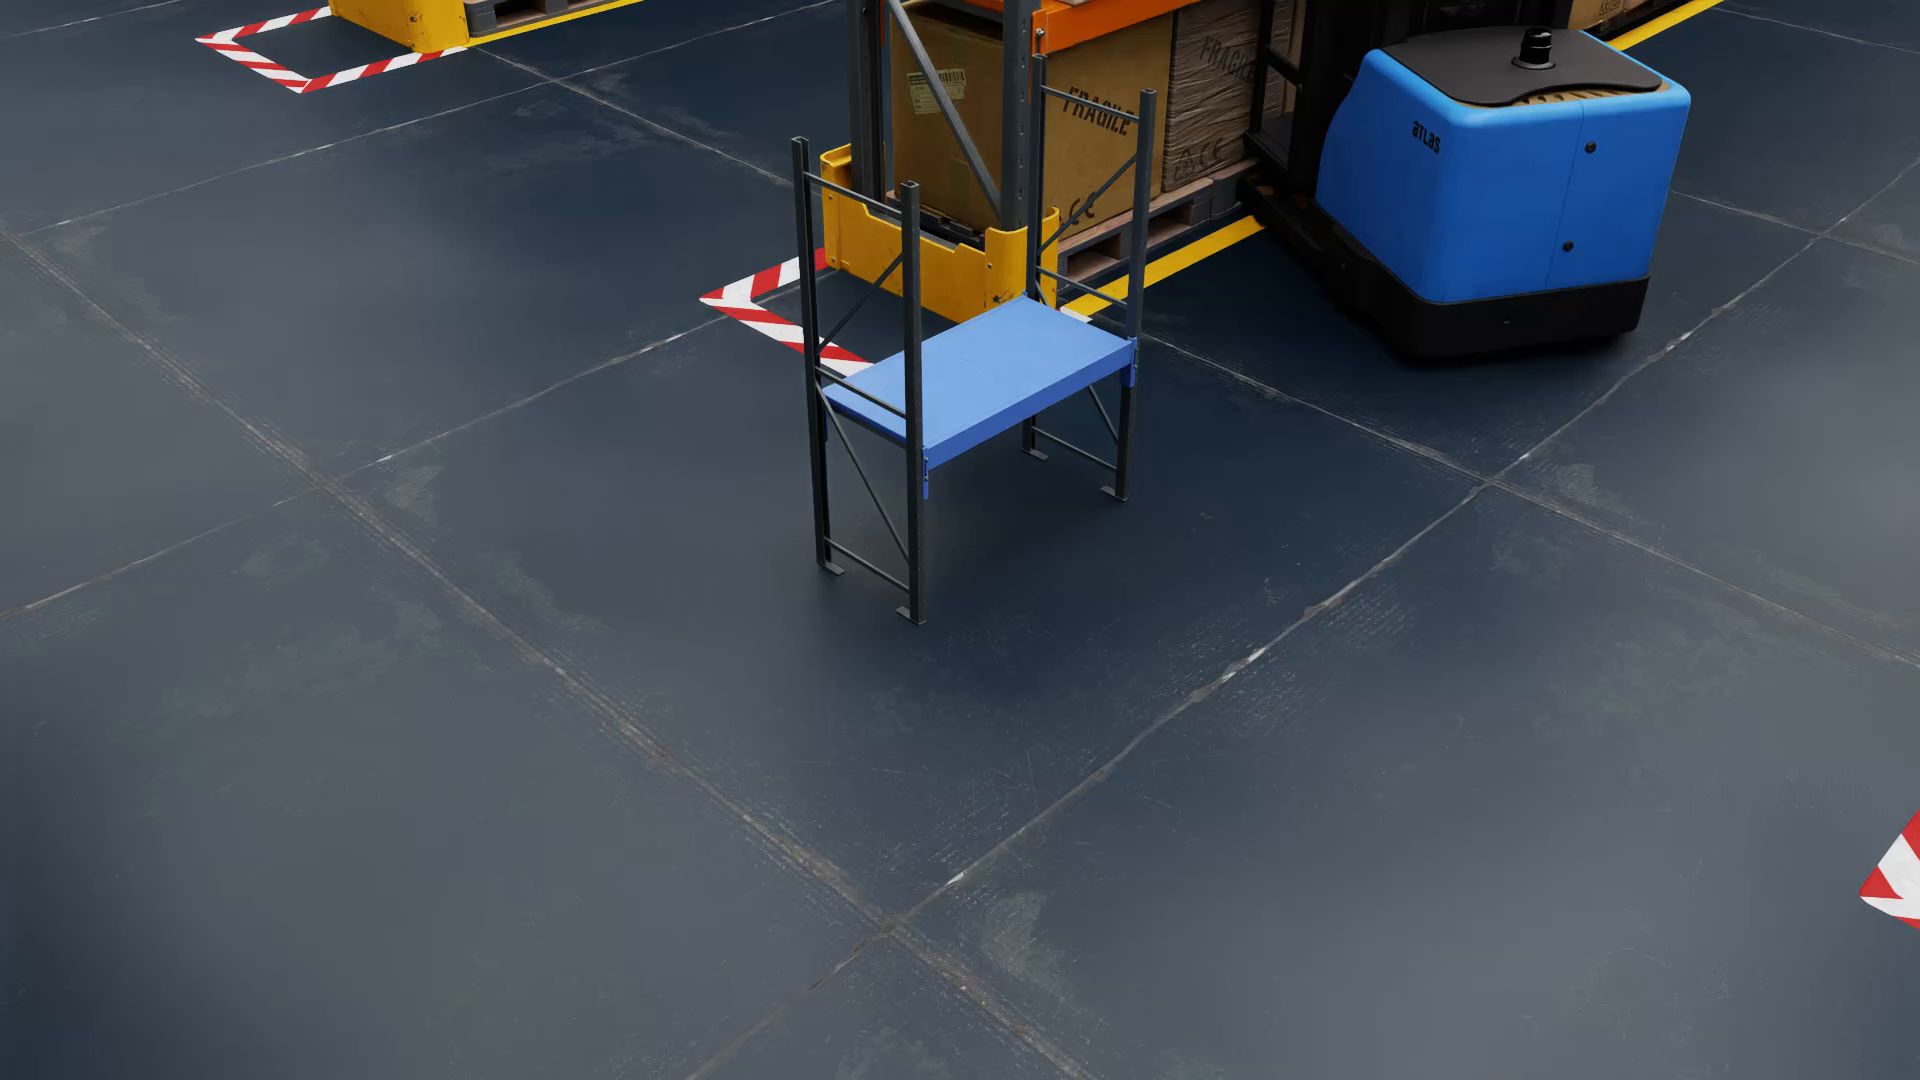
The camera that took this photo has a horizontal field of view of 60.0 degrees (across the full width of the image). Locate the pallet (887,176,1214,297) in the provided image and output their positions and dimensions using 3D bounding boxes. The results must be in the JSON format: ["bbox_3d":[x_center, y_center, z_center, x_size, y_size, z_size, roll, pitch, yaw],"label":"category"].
[{"bbox_3d":[0.422,-1.555,7.795,1.003,0.211,1.213,30,45,35],"label":"pallet"}]

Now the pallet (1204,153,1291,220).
[{"bbox_3d":[1.282,-2.048,8.502,1.003,0.211,1.213,30,45,35],"label":"pallet"}]

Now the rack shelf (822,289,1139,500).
[{"bbox_3d":[0.060,-0.502,5.474,0.538,0.185,1.000,30,45,35],"label":"rack shelf"}]

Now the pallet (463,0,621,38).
[{"bbox_3d":[-2.883,-3.585,10.706,1.003,0.211,1.213,30,45,35],"label":"pallet"}]

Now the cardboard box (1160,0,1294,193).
[{"bbox_3d":[0.950,-2.305,7.923,0.875,0.875,0.875,30,45,35],"label":"cardboard box"}]

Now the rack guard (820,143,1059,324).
[{"bbox_3d":[-0.103,-1.307,7.188,1.175,0.500,0.348,30,45,35],"label":"rack guard"}]

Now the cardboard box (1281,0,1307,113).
[{"bbox_3d":[1.577,-2.666,8.441,0.875,0.875,0.875,30,45,35],"label":"cardboard box"}]

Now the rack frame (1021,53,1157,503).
[{"bbox_3d":[0.418,-0.856,5.667,0.500,1.500,0.032,30,45,35],"label":"rack frame"}]

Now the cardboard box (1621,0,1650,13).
[{"bbox_3d":[3.798,-3.898,10.207,1.225,0.875,0.875,28,44,34],"label":"cardboard box"}]

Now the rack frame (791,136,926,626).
[{"bbox_3d":[-0.298,-0.443,5.075,0.500,1.500,0.032,30,45,35],"label":"rack frame"}]

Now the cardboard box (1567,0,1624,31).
[{"bbox_3d":[3.169,-3.535,9.687,1.225,0.875,0.875,30,45,35],"label":"cardboard box"}]

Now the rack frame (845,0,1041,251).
[{"bbox_3d":[-0.086,-2.343,6.487,1.000,3.000,0.127,30,45,35],"label":"rack frame"}]

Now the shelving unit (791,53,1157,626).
[{"bbox_3d":[0.060,-0.650,5.371,0.538,1.500,1.048,30,45,35],"label":"shelving unit"}]

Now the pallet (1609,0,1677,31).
[{"bbox_3d":[4.082,-3.664,10.819,1.003,0.211,1.213,30,45,35],"label":"pallet"}]

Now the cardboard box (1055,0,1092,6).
[{"bbox_3d":[0.399,-2.251,6.574,0.250,0.149,0.380,-29,44,-35],"label":"cardboard box"}]

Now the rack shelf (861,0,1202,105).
[{"bbox_3d":[1.323,-2.859,7.857,1.077,0.370,4.000,30,45,35],"label":"rack shelf"}]

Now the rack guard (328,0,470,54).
[{"bbox_3d":[-3.481,-3.388,10.171,1.175,0.500,0.348,30,45,35],"label":"rack guard"}]

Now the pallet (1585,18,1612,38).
[{"bbox_3d":[3.223,-3.166,10.105,1.003,0.211,1.213,30,45,35],"label":"pallet"}]

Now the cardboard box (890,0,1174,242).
[{"bbox_3d":[0.308,-1.935,7.393,0.875,0.875,0.875,30,45,35],"label":"cardboard box"}]

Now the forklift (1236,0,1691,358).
[{"bbox_3d":[1.947,-2.772,7.162,1.130,2.935,3.031,-9,36,-12],"label":"forklift"}]
